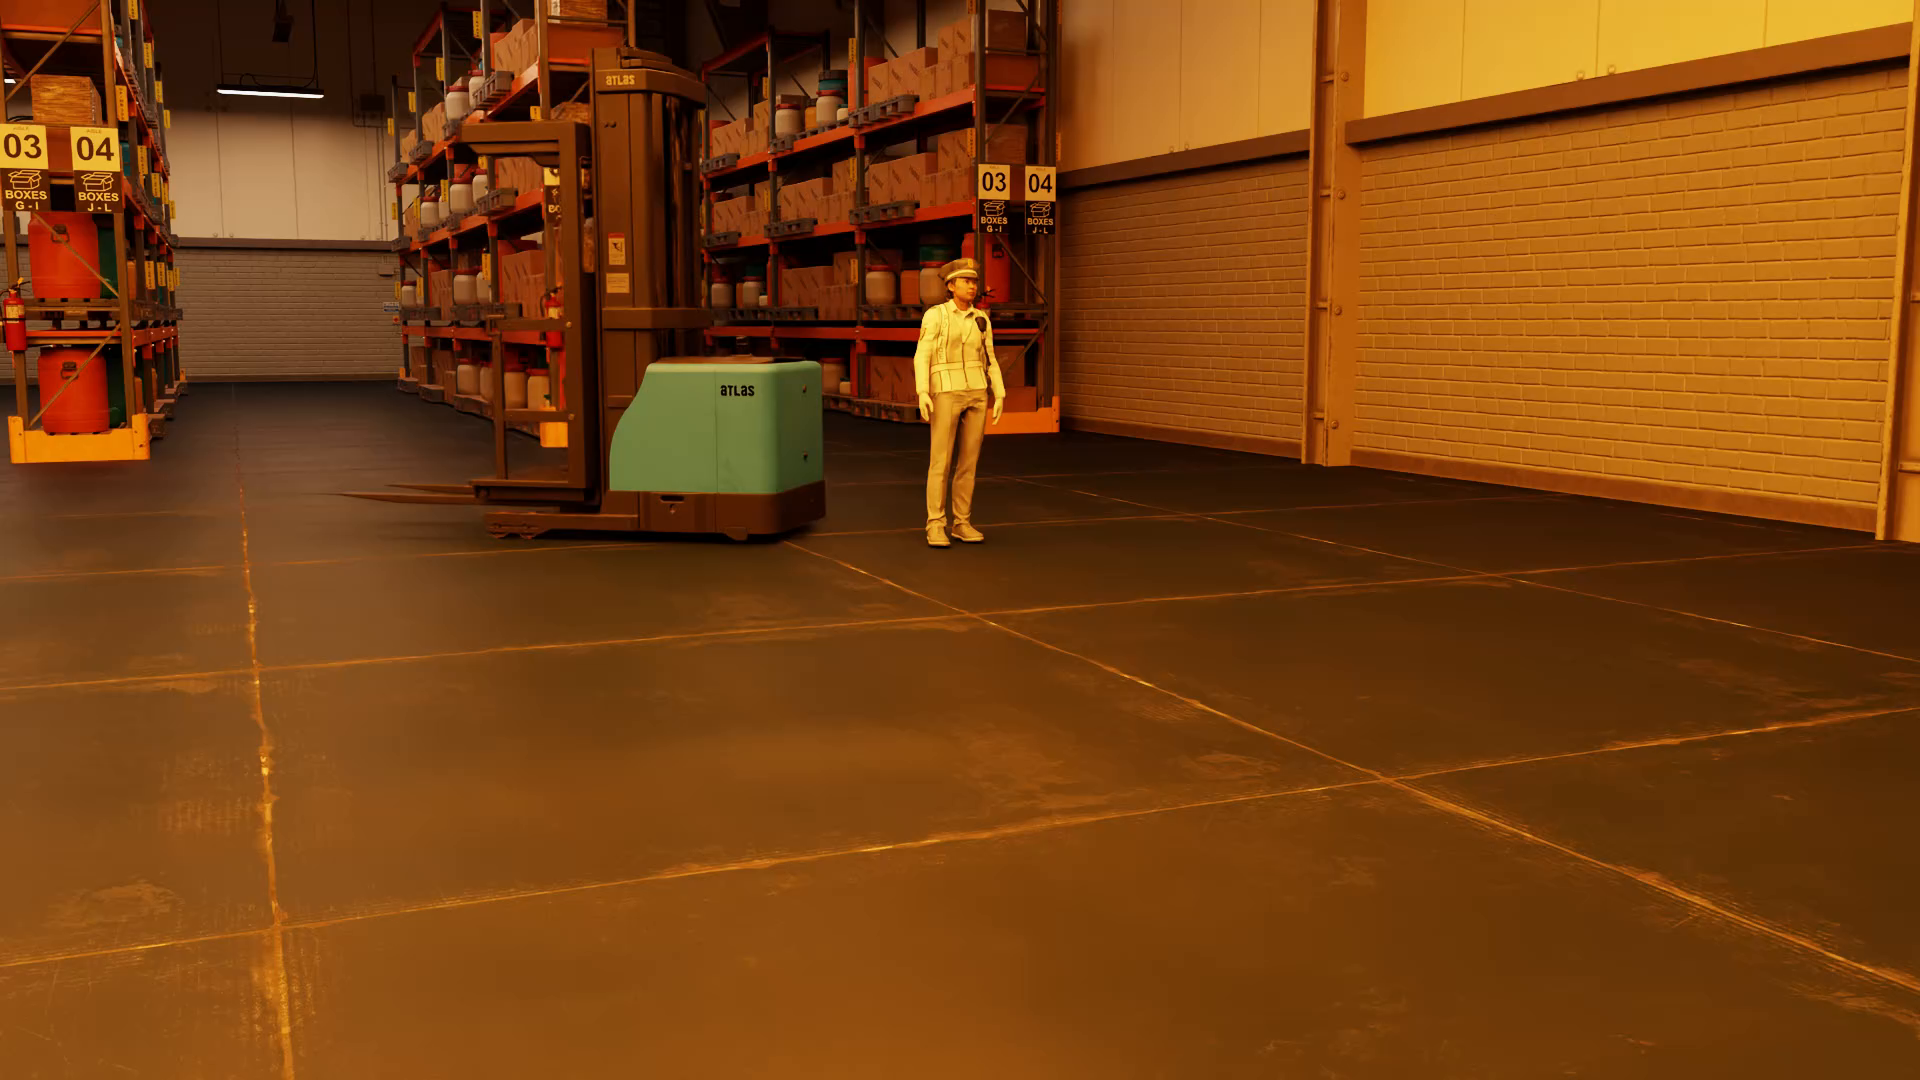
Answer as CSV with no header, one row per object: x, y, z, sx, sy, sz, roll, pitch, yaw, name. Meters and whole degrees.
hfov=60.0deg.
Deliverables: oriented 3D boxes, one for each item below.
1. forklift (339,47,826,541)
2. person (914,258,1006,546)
-2.442,-1.523,10.493,3.031,2.935,1.130,2,8,13,forklift
0.021,-0.839,9.978,0.588,1.695,0.531,-3,8,-23,person
